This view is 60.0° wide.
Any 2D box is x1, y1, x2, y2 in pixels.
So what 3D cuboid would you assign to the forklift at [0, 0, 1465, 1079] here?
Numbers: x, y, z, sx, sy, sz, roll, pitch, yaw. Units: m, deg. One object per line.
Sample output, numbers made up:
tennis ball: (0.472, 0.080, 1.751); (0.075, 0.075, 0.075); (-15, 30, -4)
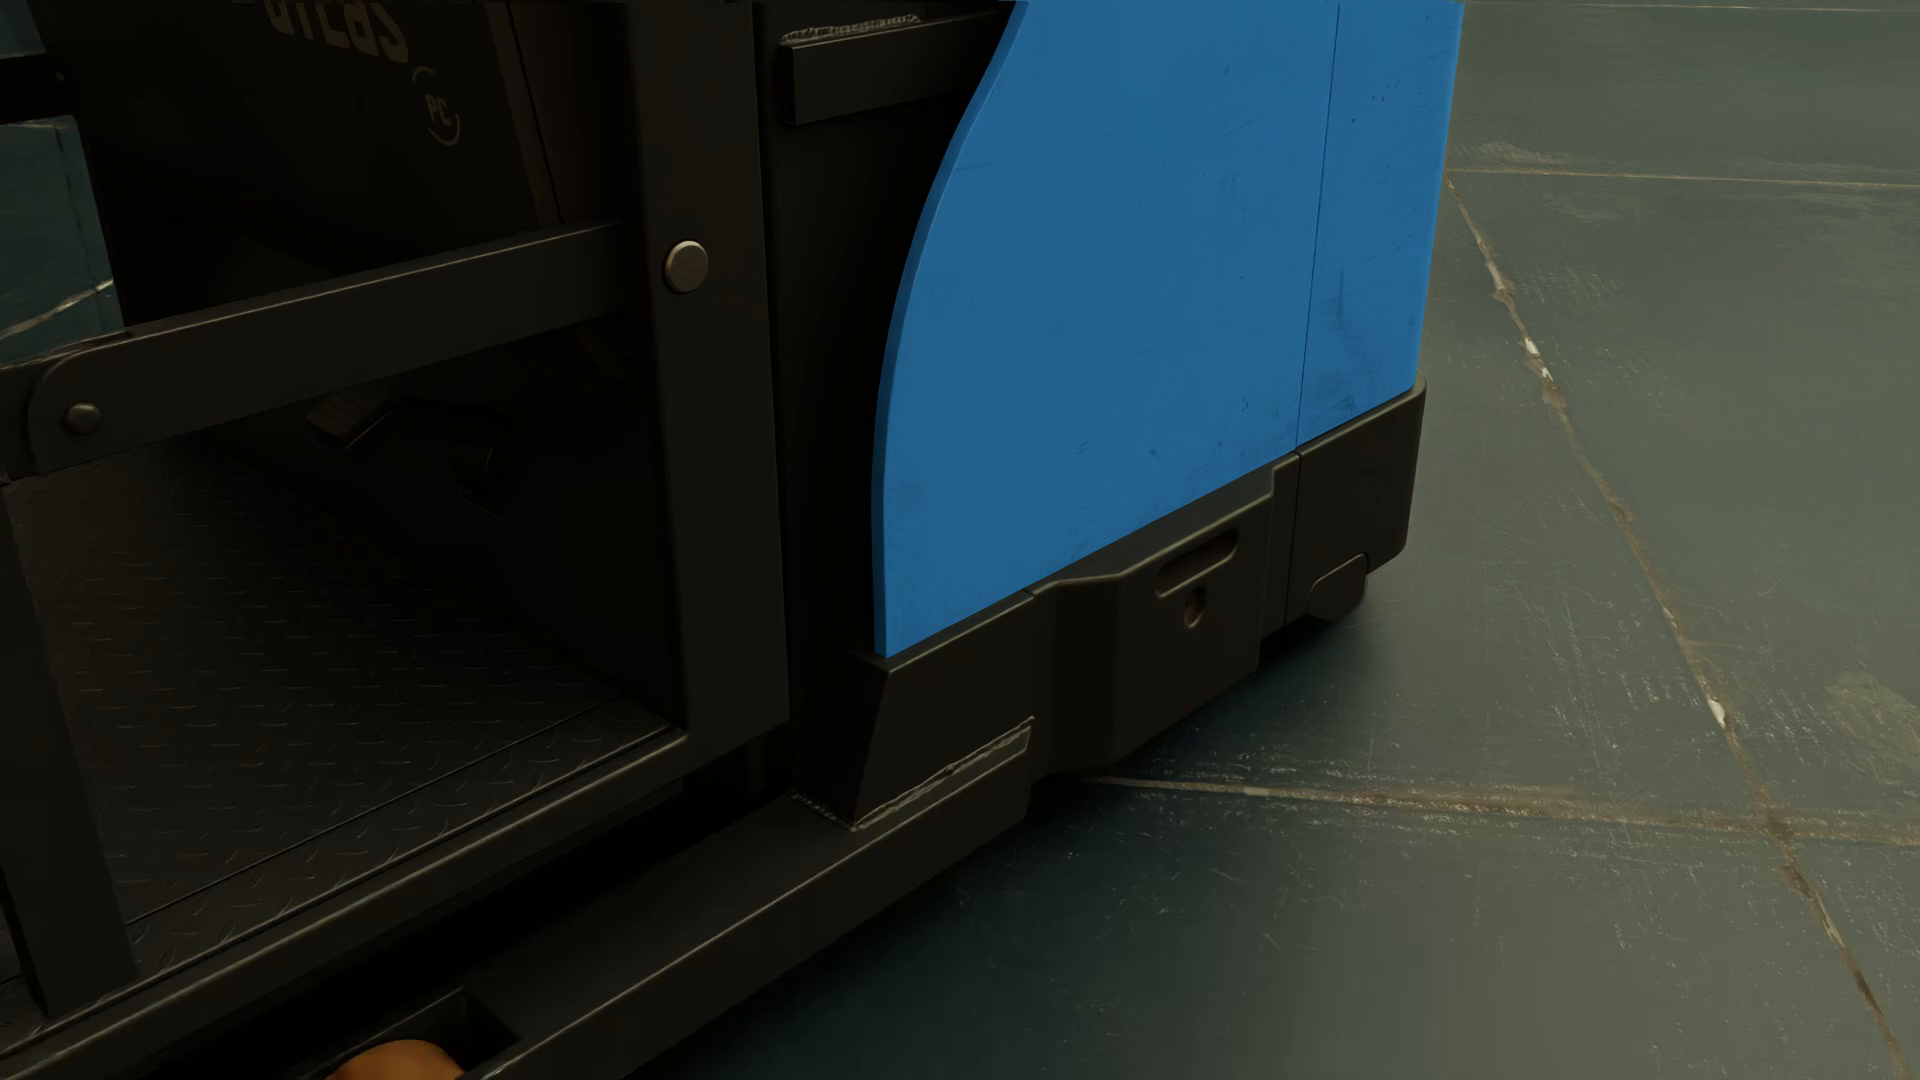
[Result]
forklift: (-0.753, -0.931, 1.083); (1.130, 2.935, 3.031); (23, 35, 38)
